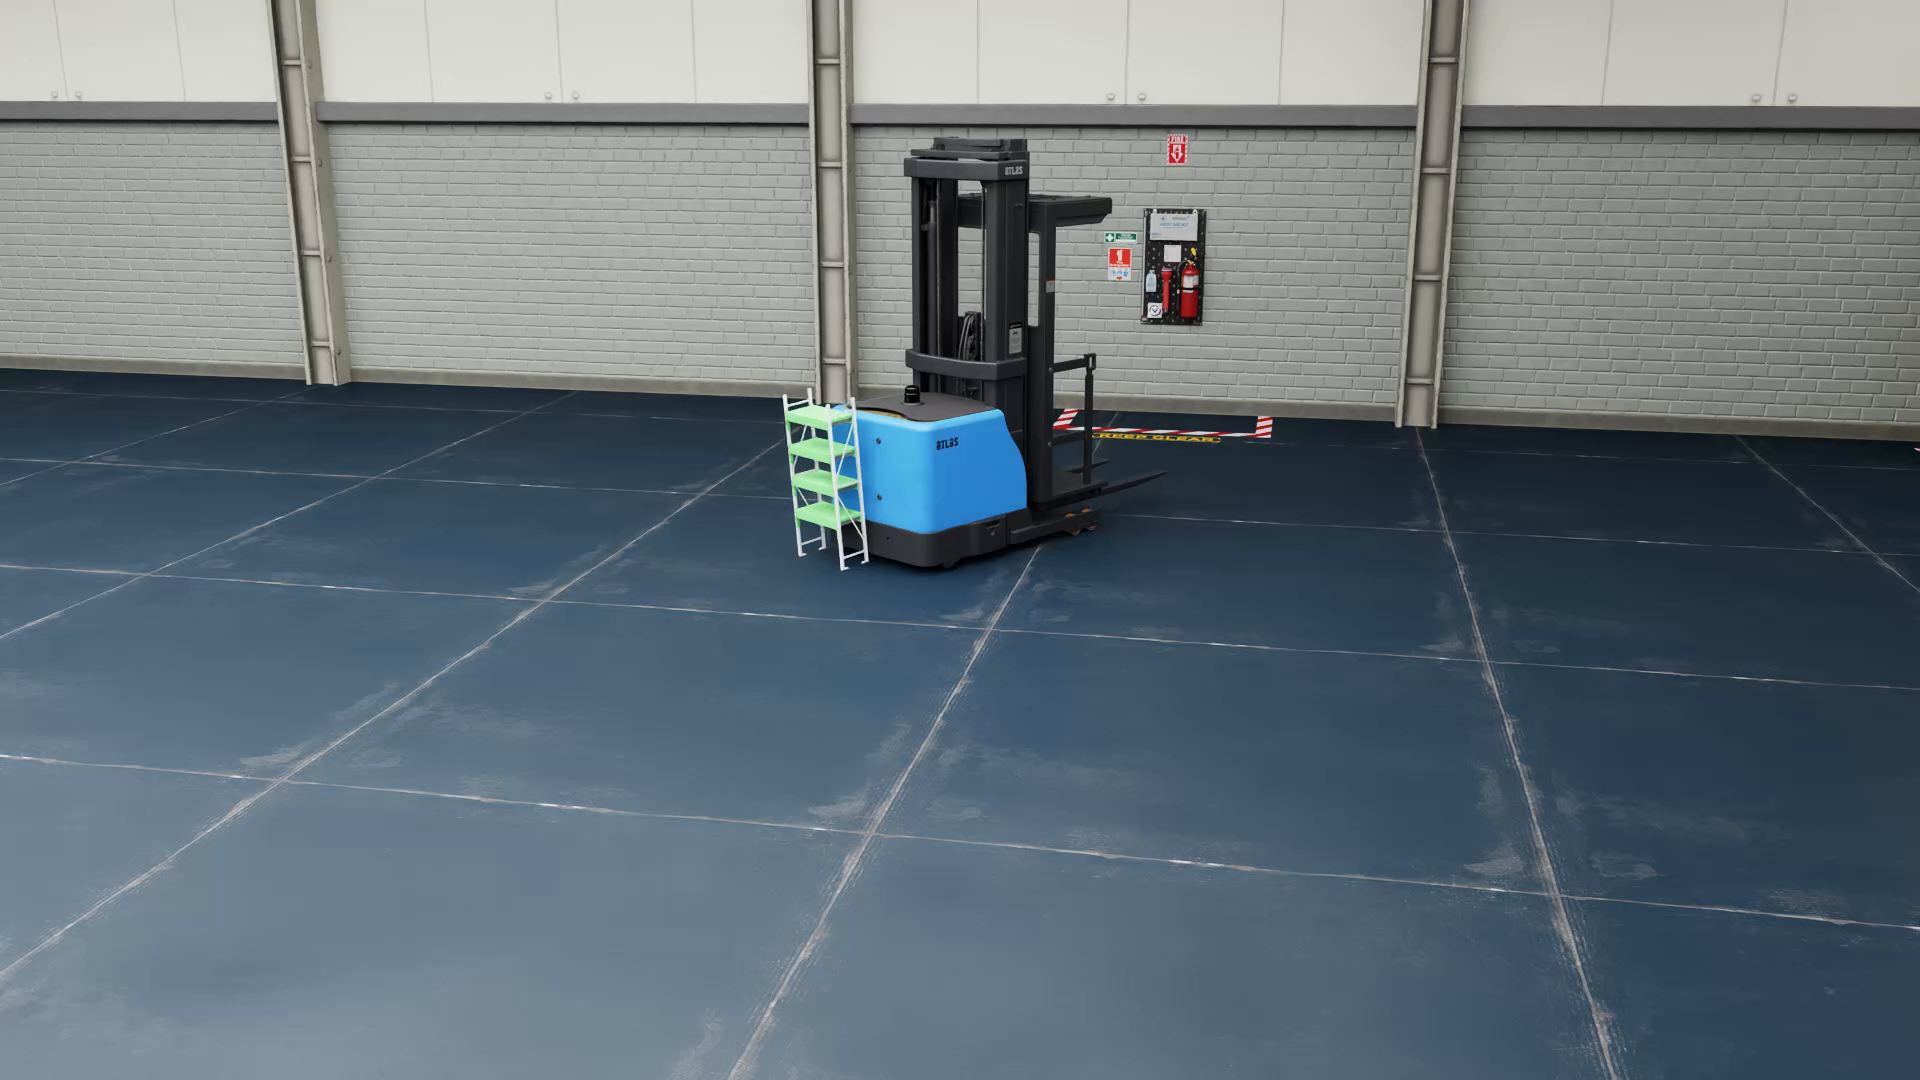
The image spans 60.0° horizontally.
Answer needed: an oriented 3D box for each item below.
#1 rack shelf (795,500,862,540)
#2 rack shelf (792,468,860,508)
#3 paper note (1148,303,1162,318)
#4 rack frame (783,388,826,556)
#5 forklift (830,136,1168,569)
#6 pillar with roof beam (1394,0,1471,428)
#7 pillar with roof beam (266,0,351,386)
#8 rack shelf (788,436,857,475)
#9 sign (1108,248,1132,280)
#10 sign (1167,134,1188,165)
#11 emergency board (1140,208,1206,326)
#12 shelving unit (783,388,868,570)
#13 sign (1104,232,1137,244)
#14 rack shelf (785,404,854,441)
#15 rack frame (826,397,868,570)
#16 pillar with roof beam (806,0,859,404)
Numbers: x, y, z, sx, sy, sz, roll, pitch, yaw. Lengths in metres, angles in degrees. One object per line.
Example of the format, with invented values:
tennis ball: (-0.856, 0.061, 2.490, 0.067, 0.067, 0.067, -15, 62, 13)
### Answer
rack shelf: (-0.929, -0.147, 11.871, 0.258, 0.148, 0.480, -20, 24, -39)
rack shelf: (-0.944, -0.373, 11.794, 0.258, 0.148, 0.480, -20, 24, -39)
paper note: (1.992, -2.347, 16.996, 0.142, 0.148, 0.016, 3, 16, 11)
rack frame: (-1.114, -0.482, 11.946, 0.240, 1.200, 0.015, -20, 24, -39)
forklift: (0.430, -1.533, 12.535, 1.130, 2.935, 3.031, 14, 21, 42)
pillar with roof beam: (3.708, -4.368, 11.402, 0.400, 9.000, 9.100, 3, 16, 11)
pillar with roof beam: (-8.051, -5.006, 13.707, 0.400, 9.000, 9.100, 3, 16, 11)
rack shelf: (-0.960, -0.600, 11.717, 0.258, 0.148, 0.480, -20, 24, -39)
sign: (1.631, -2.818, 16.978, 0.234, 0.329, 0.001, 3, 16, 11)
sign: (2.164, -3.888, 16.566, 0.199, 0.298, 0.001, 3, 16, 11)
emergency board: (2.152, -2.744, 16.779, 0.643, 1.169, 0.194, 3, 16, 11)
shelving unit: (-0.949, -0.434, 11.773, 0.258, 1.200, 0.503, -20, 24, -39)
sign: (1.633, -3.071, 16.898, 0.331, 0.109, 0.001, 3, 16, 11)
rack shelf: (-0.975, -0.827, 11.640, 0.258, 0.148, 0.480, -20, 24, -39)
rack frame: (-0.783, -0.386, 11.600, 0.240, 1.200, 0.015, -20, 24, -39)
pillar with roof beam: (-2.172, -4.687, 12.555, 0.400, 9.000, 9.100, 3, 16, 11)
